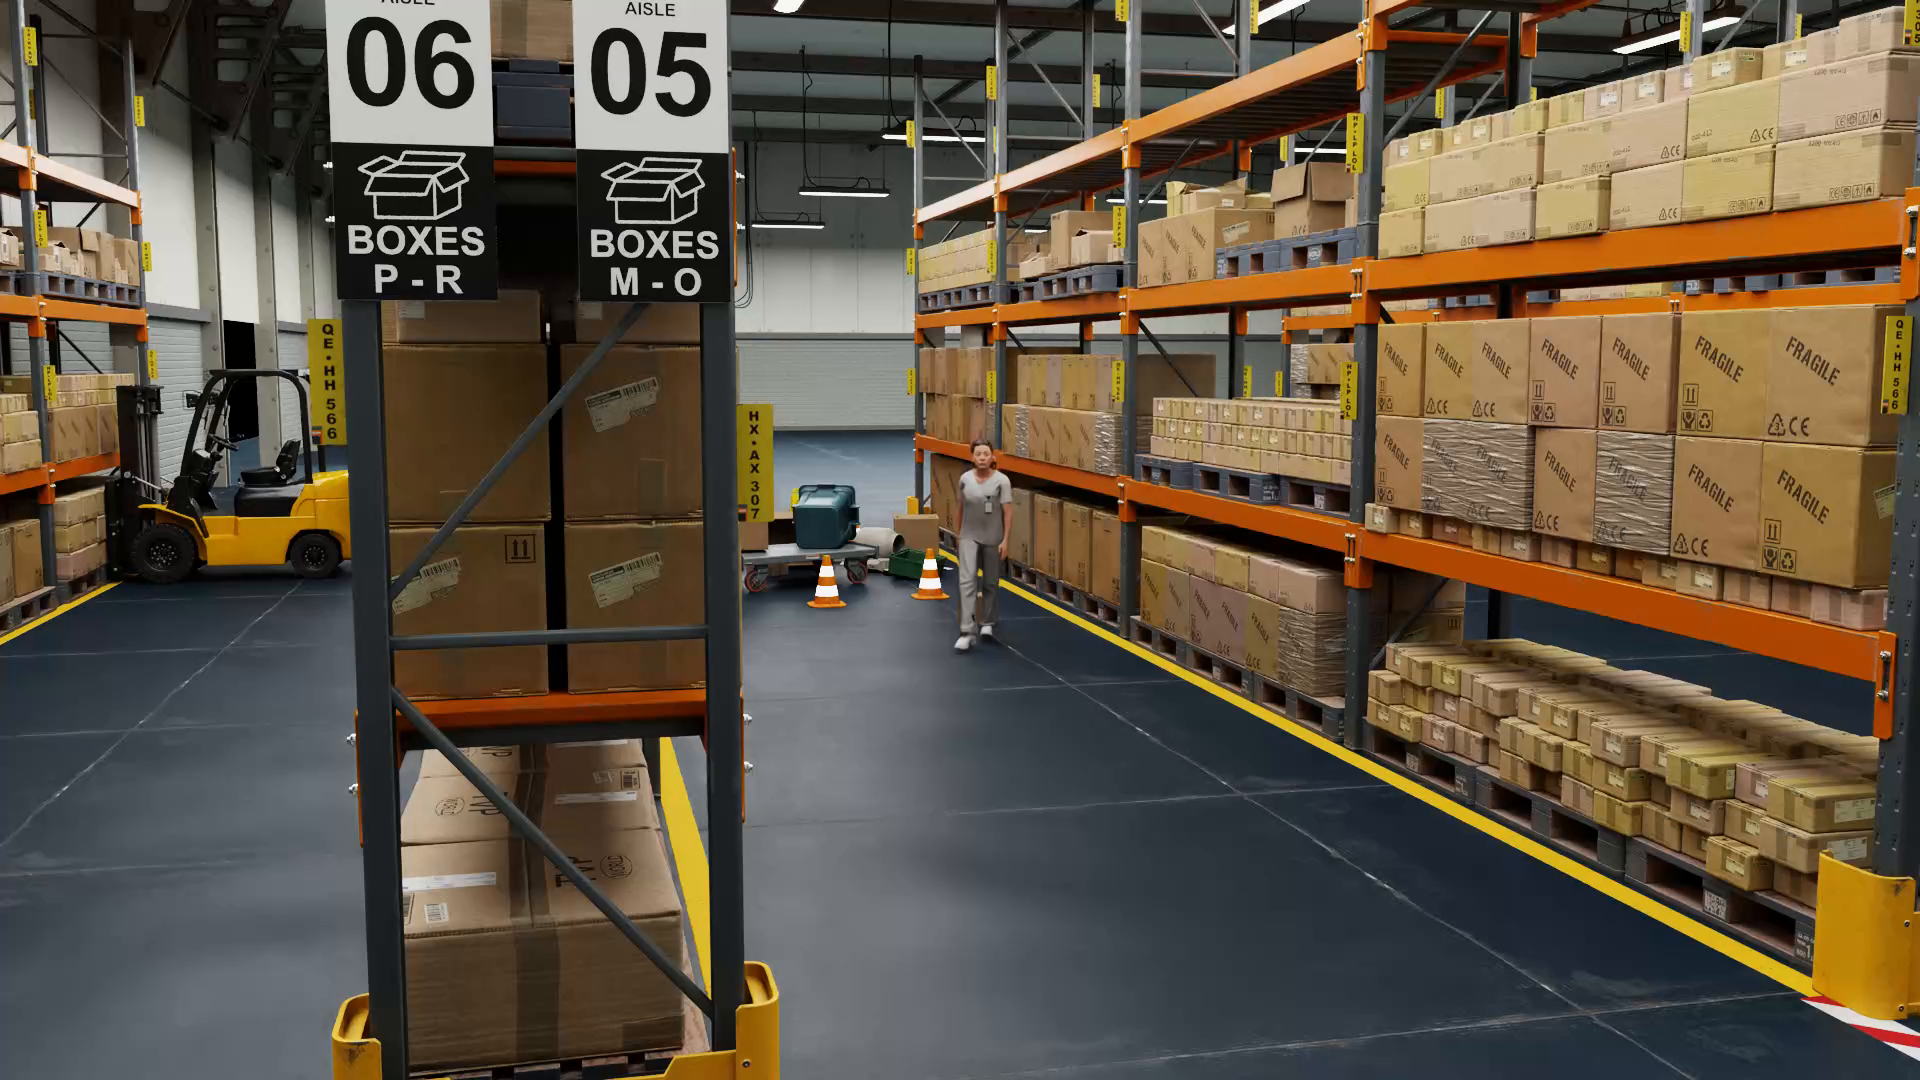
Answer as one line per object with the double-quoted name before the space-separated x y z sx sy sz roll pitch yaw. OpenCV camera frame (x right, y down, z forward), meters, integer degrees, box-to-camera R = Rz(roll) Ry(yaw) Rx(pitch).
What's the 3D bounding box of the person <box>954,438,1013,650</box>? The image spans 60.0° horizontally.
"person" 0.182 0.003 13.071 0.469 1.607 0.963 1 6 6
